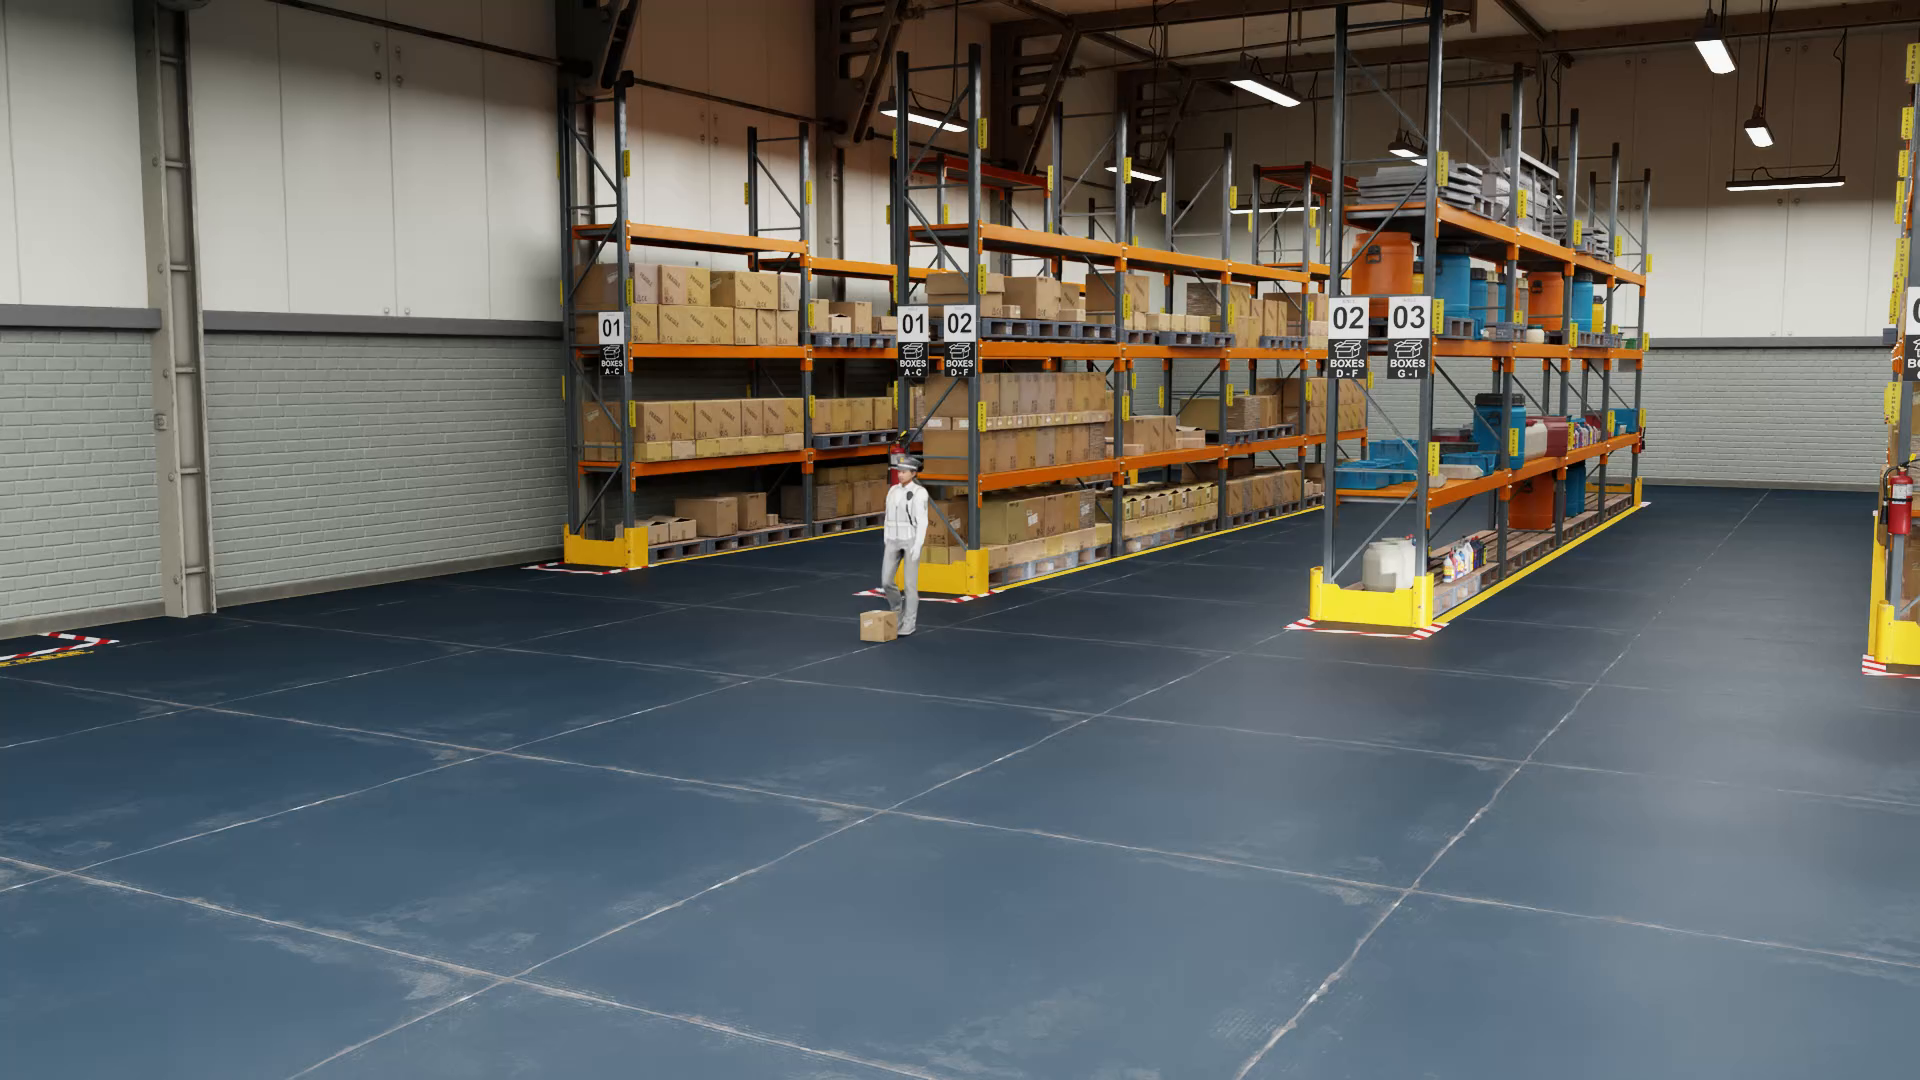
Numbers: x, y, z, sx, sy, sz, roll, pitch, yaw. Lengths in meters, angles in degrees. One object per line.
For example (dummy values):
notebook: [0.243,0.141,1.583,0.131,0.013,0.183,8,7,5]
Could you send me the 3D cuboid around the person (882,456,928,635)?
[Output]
person: [-0.542,0.062,15.794,0.492,1.720,0.458,3,7,29]
